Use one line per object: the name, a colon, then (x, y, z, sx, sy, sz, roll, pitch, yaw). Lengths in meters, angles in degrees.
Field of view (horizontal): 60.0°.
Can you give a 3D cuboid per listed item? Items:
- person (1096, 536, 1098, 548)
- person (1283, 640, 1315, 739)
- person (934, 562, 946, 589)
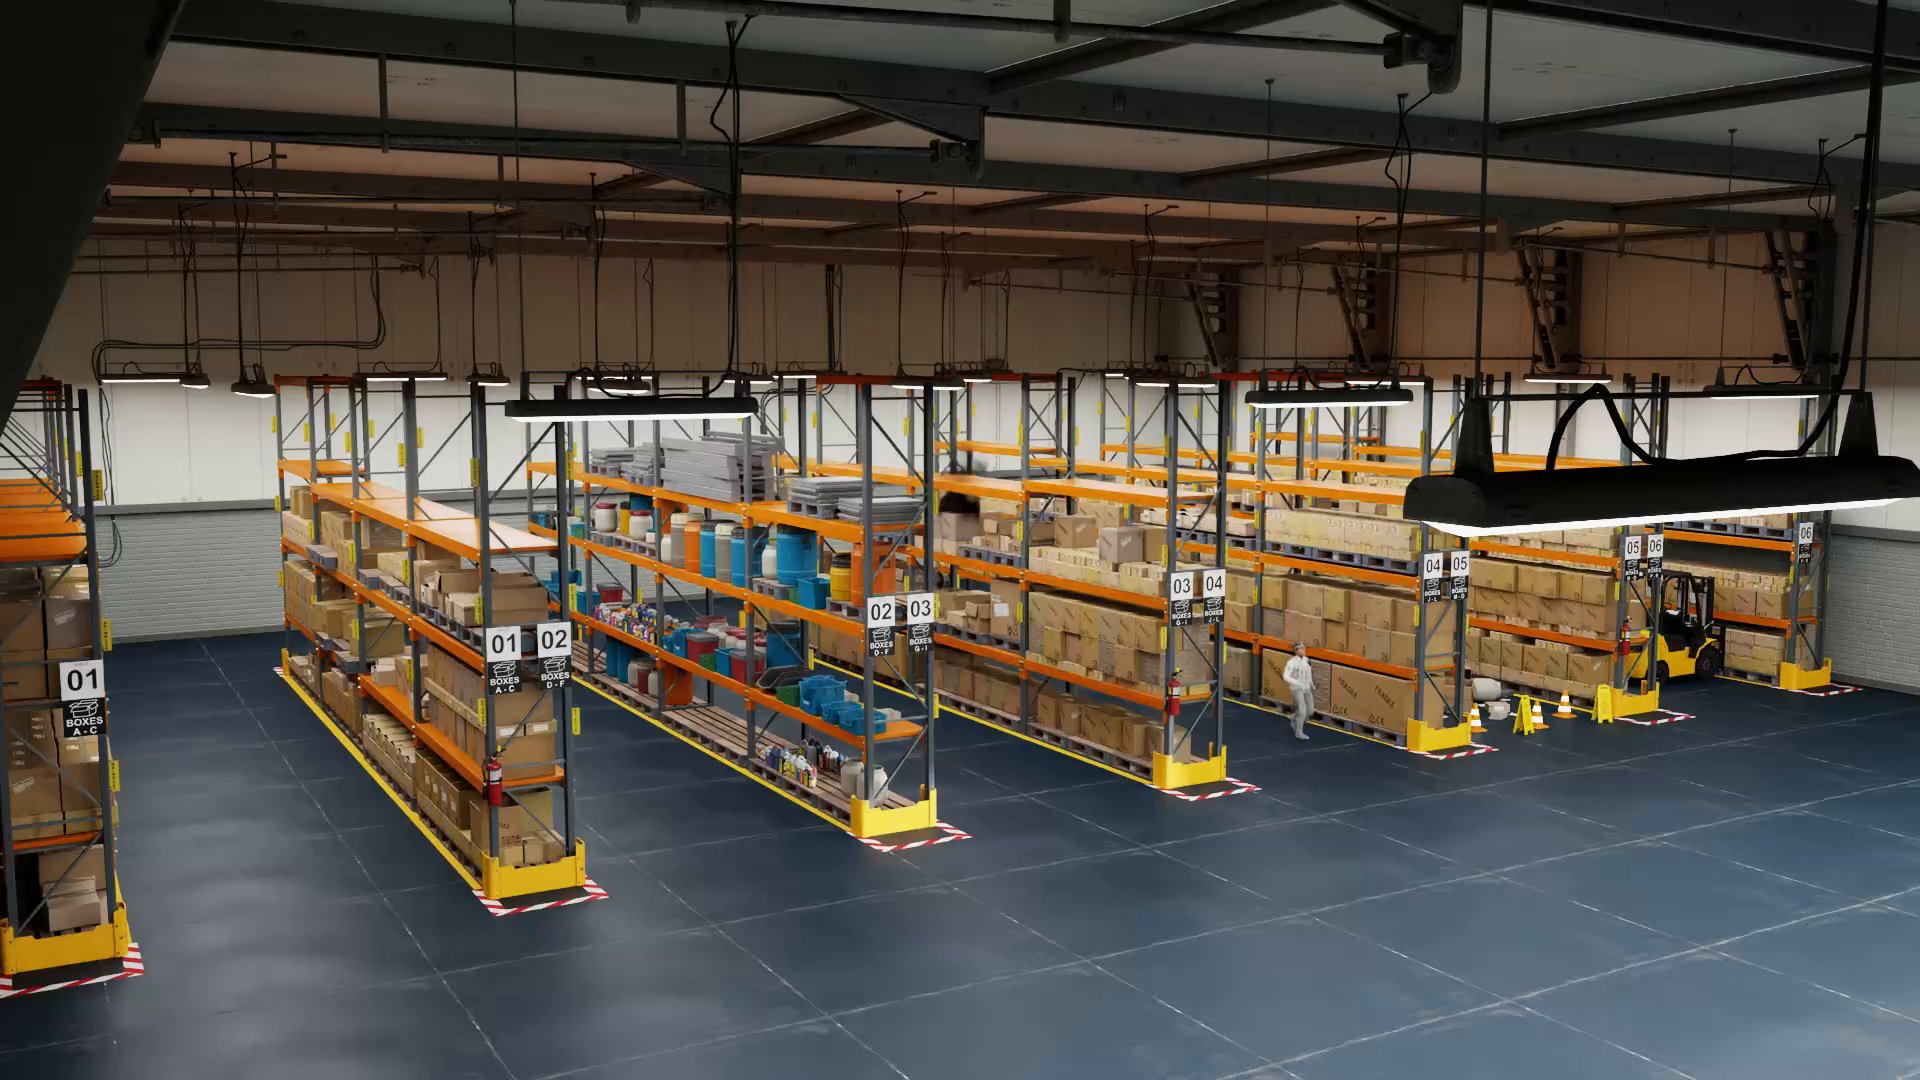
person: (3.496, 0.581, 44.672, 0.889, 1.725, 0.727, 1, 6, 9)
person: (5.663, 2.487, 27.715, 0.612, 1.636, 0.563, -4, 7, -33)
person: (-0.589, 1.328, 38.221, 0.661, 1.683, 0.597, -4, 8, -35)
